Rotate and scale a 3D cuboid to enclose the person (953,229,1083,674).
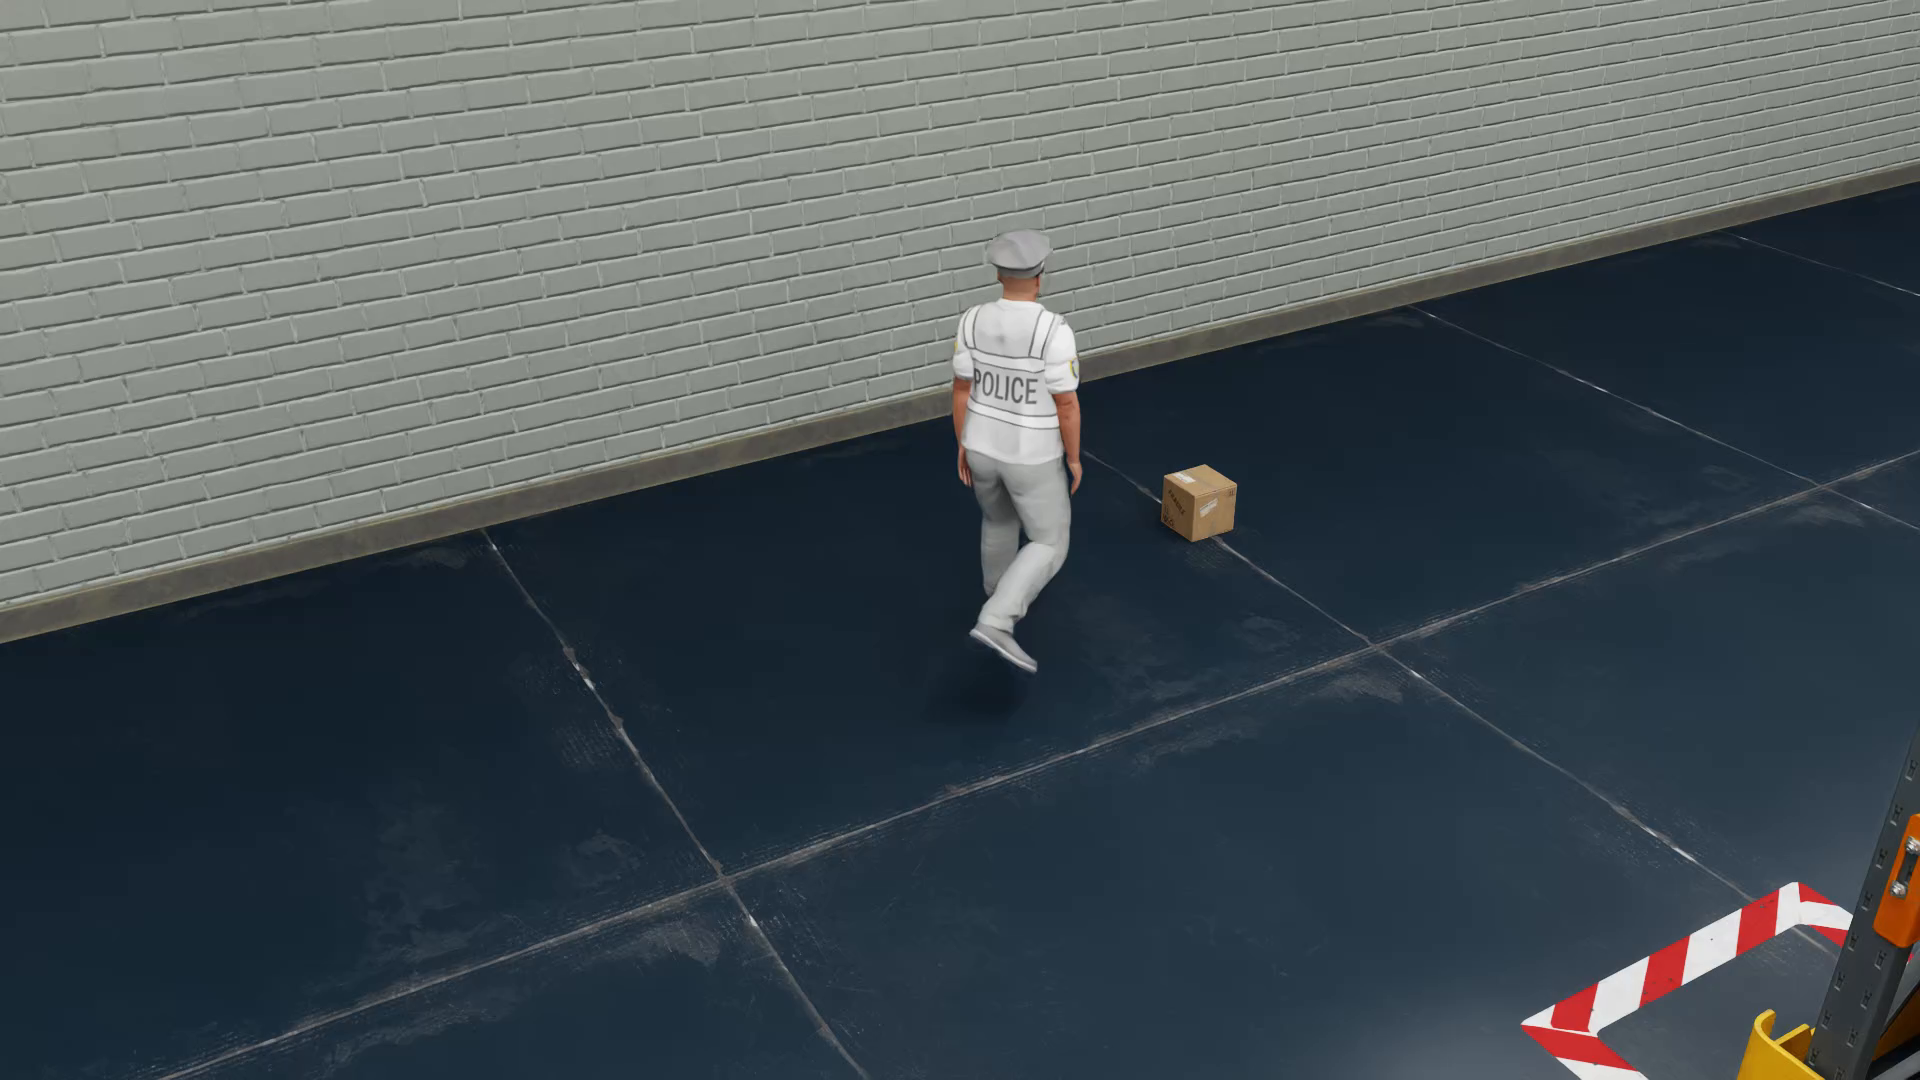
[{"bbox_3d":[0.205,-0.339,6.685,0.586,1.750,0.810,18,33,29],"label":"person"}]
